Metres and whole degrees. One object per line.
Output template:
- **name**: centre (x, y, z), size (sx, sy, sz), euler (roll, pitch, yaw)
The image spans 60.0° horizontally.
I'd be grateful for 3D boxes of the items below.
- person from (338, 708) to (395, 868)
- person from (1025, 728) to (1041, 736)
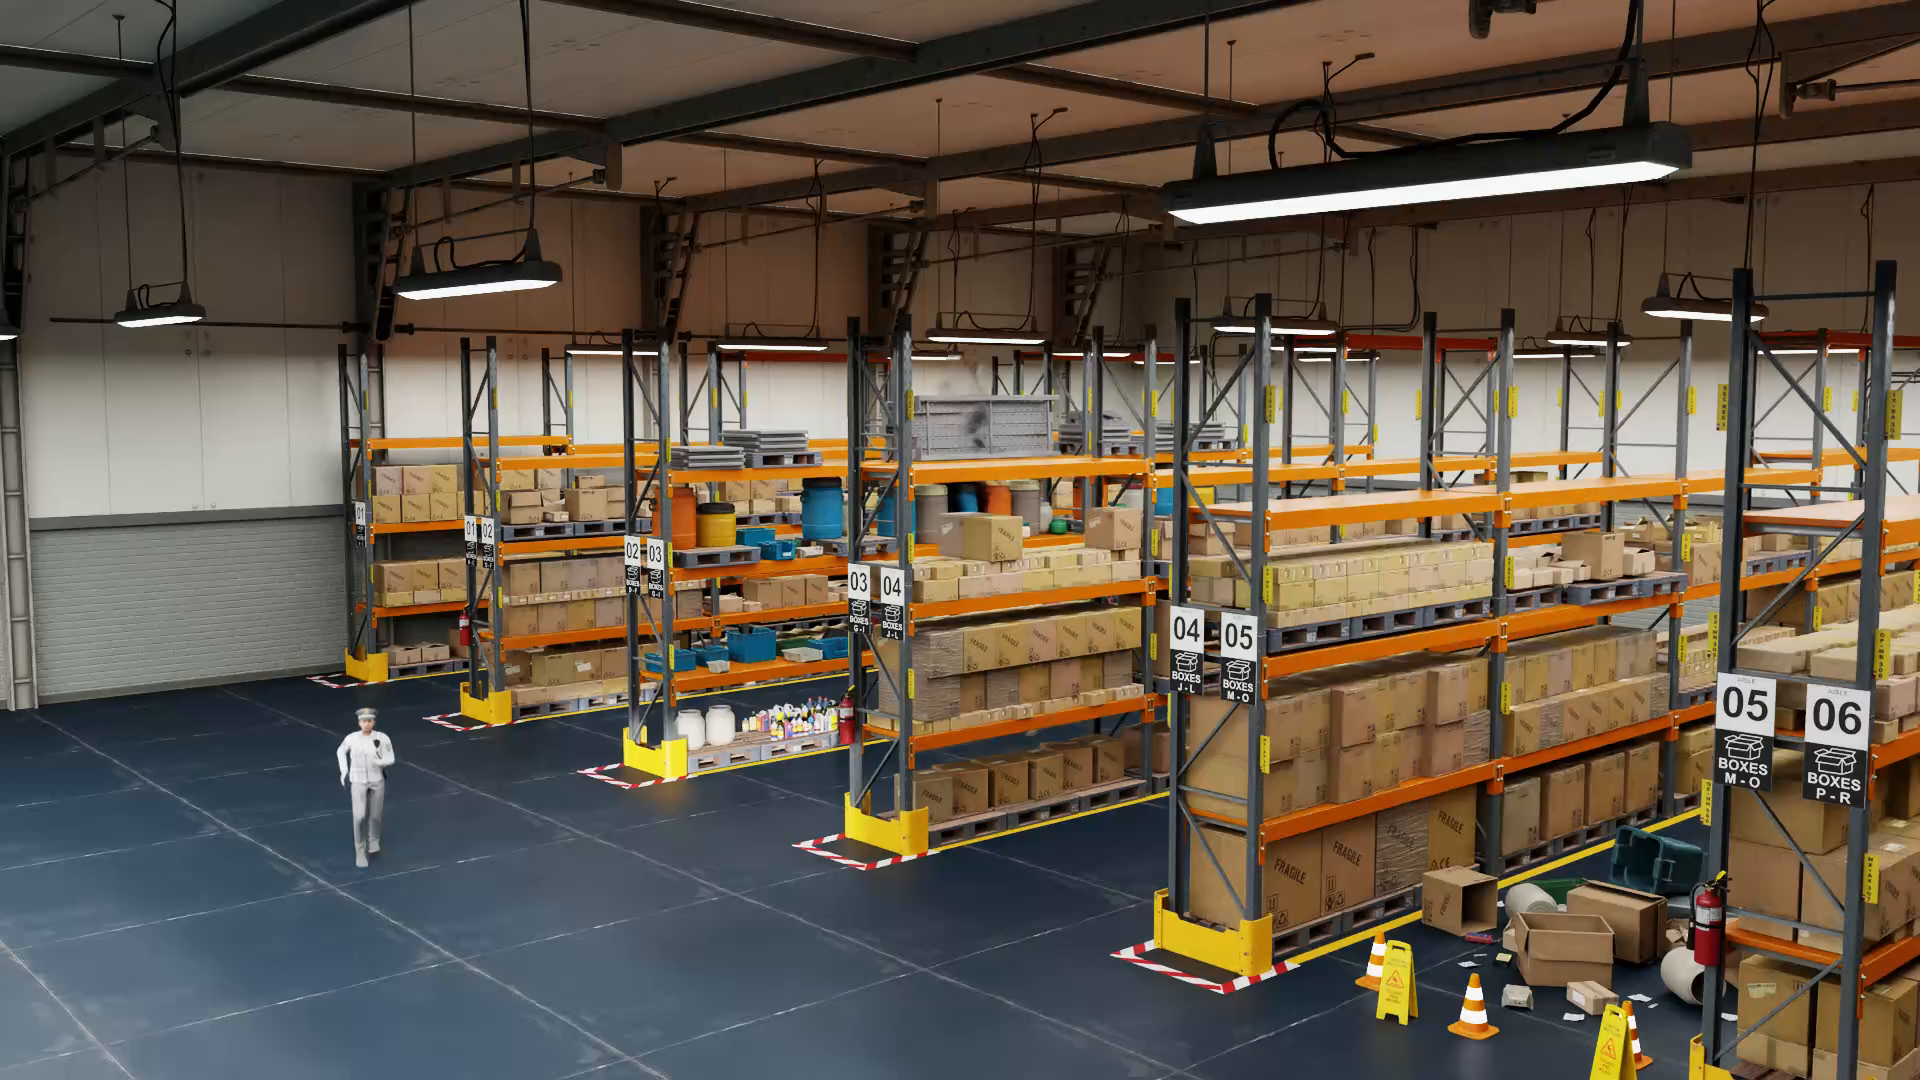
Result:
- **person**: centre (-6.493, 2.695, 18.225), size (0.576, 1.749, 0.719), euler (-2, 6, -23)
- **person**: centre (1.094, 1.891, 23.670), size (0.664, 1.753, 0.602), euler (3, 6, 34)
